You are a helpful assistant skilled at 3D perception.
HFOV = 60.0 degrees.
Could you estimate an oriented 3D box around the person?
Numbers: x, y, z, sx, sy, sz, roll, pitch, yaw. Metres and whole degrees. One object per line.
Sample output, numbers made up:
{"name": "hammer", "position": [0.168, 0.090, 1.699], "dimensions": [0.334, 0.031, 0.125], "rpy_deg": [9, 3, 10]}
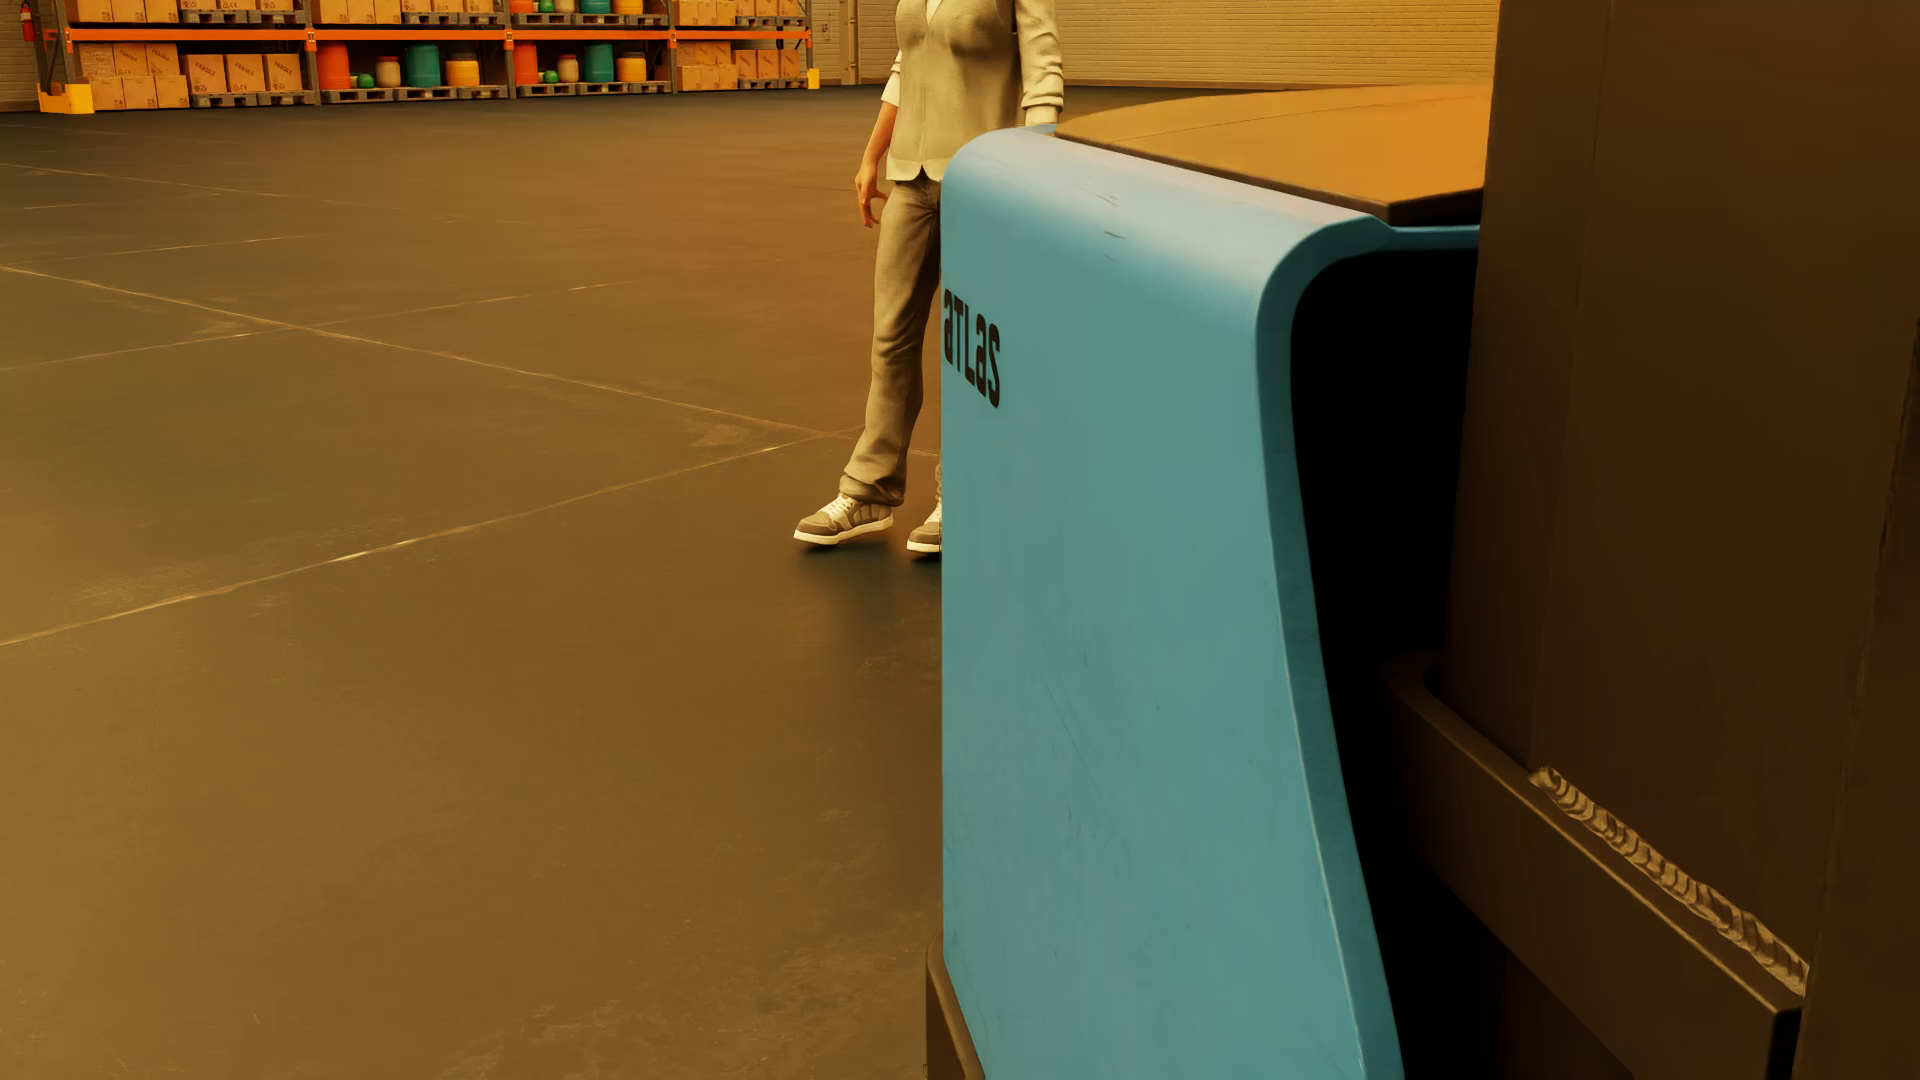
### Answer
{"name": "person", "position": [-0.058, -0.757, 3.662], "dimensions": [0.521, 1.596, 0.475], "rpy_deg": [13, 21, 37]}
